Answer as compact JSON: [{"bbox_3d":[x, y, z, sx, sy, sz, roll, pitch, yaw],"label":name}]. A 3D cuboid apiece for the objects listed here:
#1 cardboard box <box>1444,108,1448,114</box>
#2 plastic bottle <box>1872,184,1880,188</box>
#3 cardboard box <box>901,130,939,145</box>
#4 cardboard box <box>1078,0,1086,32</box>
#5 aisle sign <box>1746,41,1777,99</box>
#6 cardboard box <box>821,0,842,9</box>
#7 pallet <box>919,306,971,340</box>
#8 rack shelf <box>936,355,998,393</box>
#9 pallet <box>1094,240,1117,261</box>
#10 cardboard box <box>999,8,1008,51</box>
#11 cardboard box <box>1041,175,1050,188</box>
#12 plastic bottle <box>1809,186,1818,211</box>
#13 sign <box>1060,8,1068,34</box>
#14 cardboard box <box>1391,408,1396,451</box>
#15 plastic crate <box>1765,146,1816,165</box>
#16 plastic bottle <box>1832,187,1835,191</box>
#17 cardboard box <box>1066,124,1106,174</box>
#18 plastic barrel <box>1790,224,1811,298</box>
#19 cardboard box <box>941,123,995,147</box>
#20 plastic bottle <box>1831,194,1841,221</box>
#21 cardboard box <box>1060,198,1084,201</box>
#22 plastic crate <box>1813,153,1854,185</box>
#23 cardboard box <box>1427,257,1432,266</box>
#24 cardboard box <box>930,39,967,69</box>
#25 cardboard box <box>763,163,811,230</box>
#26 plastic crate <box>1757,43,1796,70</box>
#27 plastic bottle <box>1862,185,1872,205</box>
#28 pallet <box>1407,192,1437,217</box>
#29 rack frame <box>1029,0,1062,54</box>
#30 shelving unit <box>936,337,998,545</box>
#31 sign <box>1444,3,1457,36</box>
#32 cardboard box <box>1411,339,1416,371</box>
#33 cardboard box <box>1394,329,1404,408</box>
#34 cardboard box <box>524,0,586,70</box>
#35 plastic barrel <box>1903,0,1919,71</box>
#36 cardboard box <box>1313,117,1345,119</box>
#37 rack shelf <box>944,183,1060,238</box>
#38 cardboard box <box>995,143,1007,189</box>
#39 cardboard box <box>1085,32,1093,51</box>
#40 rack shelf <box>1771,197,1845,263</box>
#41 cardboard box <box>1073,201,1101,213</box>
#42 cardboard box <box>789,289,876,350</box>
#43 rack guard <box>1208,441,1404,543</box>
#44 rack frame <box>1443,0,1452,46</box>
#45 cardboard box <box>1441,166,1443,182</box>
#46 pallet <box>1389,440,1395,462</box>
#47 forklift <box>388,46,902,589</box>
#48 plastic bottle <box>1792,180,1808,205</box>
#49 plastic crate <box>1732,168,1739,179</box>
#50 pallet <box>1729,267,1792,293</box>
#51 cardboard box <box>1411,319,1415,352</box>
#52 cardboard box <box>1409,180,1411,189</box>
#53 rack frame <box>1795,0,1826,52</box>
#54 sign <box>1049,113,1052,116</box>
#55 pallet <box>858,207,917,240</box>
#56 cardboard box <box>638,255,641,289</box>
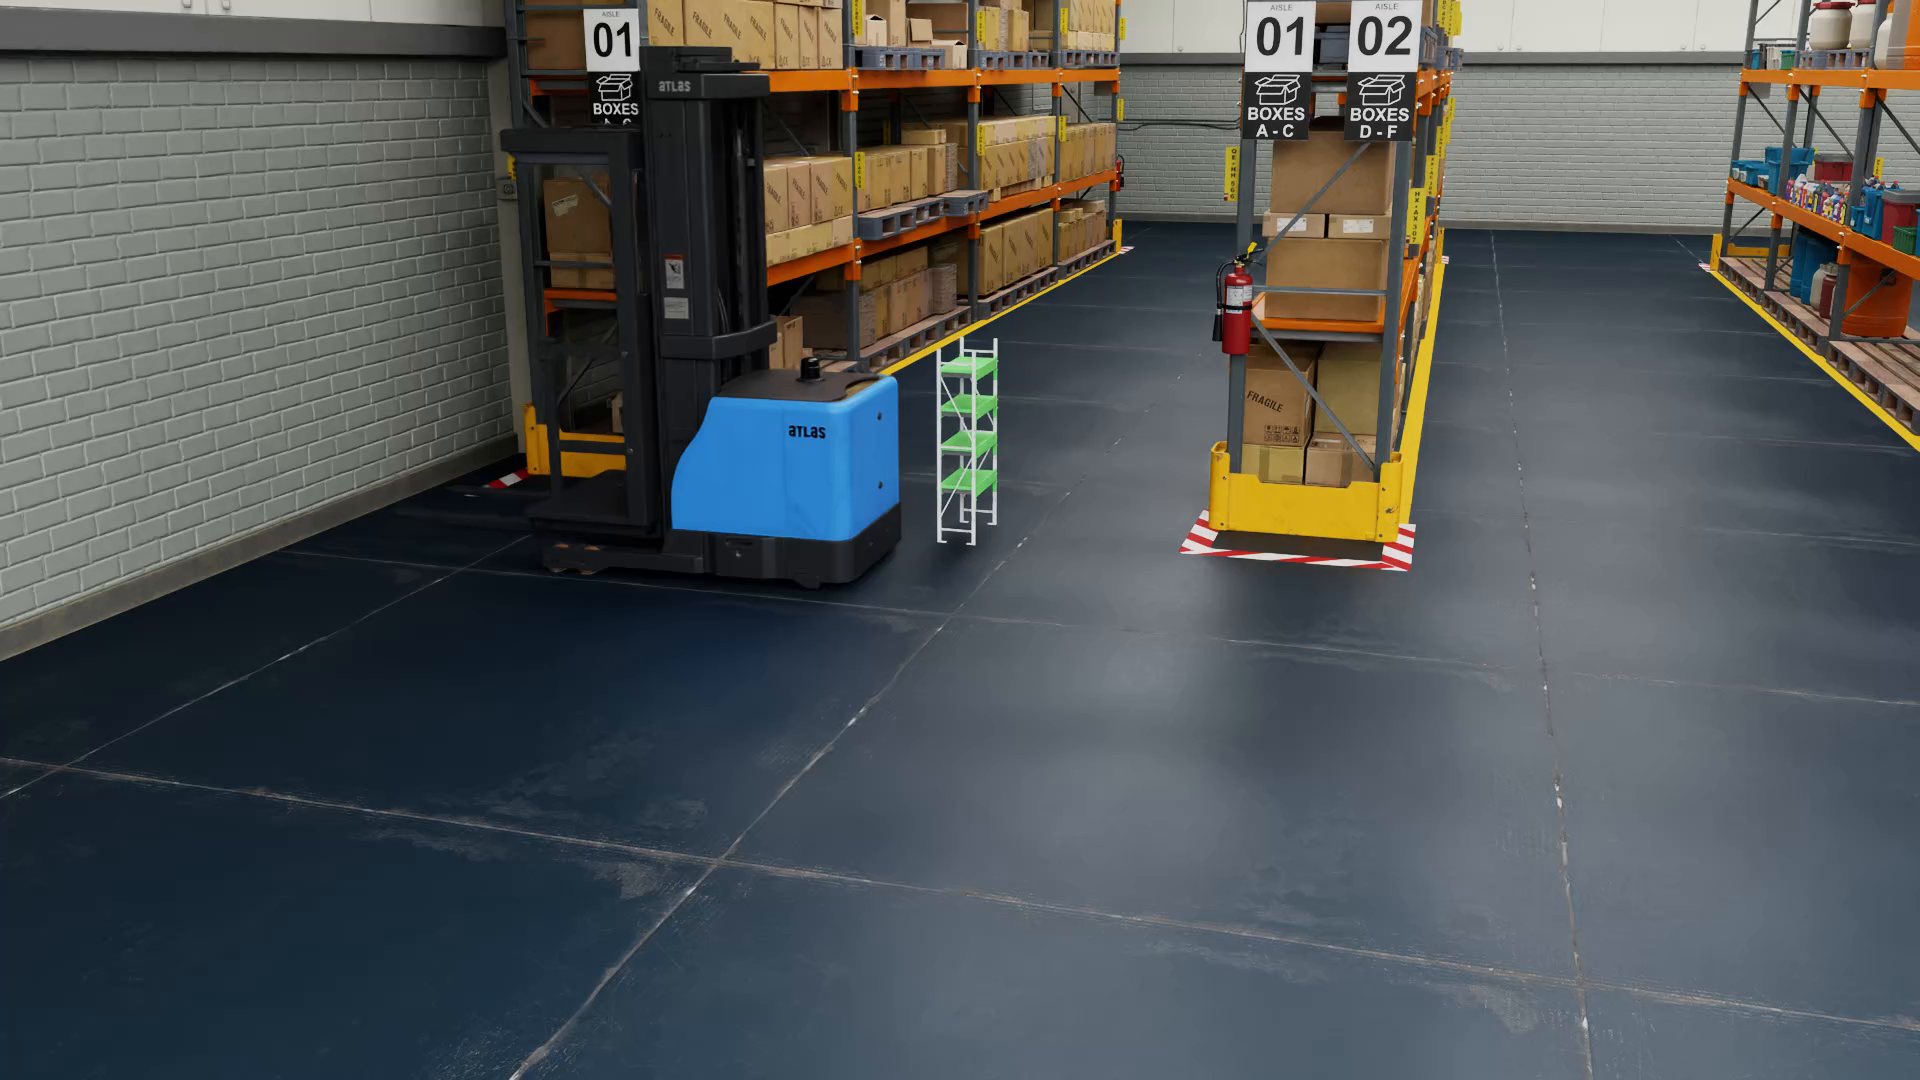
[{"bbox_3d":[6.293,-5.559,22.416,0.500,0.500,0.500,4,16,14],"label":"cardboard box"},{"bbox_3d":[10.295,-3.858,18.663,0.152,0.276,0.135,5,16,16],"label":"plastic bottle"},{"bbox_3d":[-0.437,-4.390,18.130,0.380,0.149,0.250,2,16,7],"label":"cardboard box"},{"bbox_3d":[1.458,-7.324,23.103,0.500,0.500,0.500,4,16,15],"label":"cardboard box"},{"bbox_3d":[11.217,-6.613,23.383,0.394,0.787,0.004,5,16,16],"label":"aisle sign"},{"bbox_3d":[-1.310,-4.779,14.131,0.500,0.500,0.500,3,16,11],"label":"cardboard box"},{"bbox_3d":[-0.514,-2.450,18.579,1.003,0.211,1.213,5,16,16],"label":"pallet"},{"bbox_3d":[0.047,-1.021,10.205,0.258,0.148,0.480,5,16,16],"label":"rack shelf"},{"bbox_3d":[1.831,-4.532,25.920,1.003,0.211,1.213,5,16,16],"label":"pallet"},{"bbox_3d":[0.191,-6.246,20.368,0.700,0.500,0.500,5,16,16],"label":"cardboard box"},{"bbox_3d":[0.972,-4.753,22.012,0.380,0.149,0.250,5,17,17],"label":"cardboard box"},{"bbox_3d":[9.432,-3.764,18.338,0.097,0.271,0.097,0,16,0],"label":"plastic bottle"},{"bbox_3d":[1.369,-6.846,21.947,0.100,0.325,0.005,5,16,16],"label":"sign"},{"bbox_3d":[2.833,-0.784,11.864,0.500,0.250,0.500,5,16,16],"label":"cardboard box"},{"bbox_3d":[11.565,-5.264,23.217,0.616,0.435,0.499,5,16,16],"label":"plastic crate"},{"bbox_3d":[9.542,-3.727,18.208,0.097,0.271,0.097,0,16,0],"label":"plastic bottle"},{"bbox_3d":[1.651,-5.907,25.110,0.980,0.700,0.700,4,16,15],"label":"cardboard box"},{"bbox_3d":[10.174,-3.325,19.632,0.600,0.901,0.708,5,16,16],"label":"plastic barrel"},{"bbox_3d":[0.094,-4.664,19.135,0.500,0.250,0.500,5,17,17],"label":"cardboard box"},{"bbox_3d":[9.085,-3.444,17.212,0.097,0.271,0.097,0,16,0],"label":"plastic bottle"},{"bbox_3d":[1.723,-5.257,25.991,0.380,0.149,0.250,5,17,16],"label":"cardboard box"},{"bbox_3d":[10.839,-4.548,20.638,0.402,0.464,0.583,5,16,16],"label":"plastic crate"},{"bbox_3d":[5.154,-2.987,19.137,0.500,0.500,0.500,4,16,15],"label":"cardboard box"},{"bbox_3d":[-0.236,-5.196,17.781,0.500,0.311,0.500,5,16,16],"label":"cardboard box"},{"bbox_3d":[-1.555,-2.838,13.701,0.500,0.500,0.500,4,16,14],"label":"cardboard box"},{"bbox_3d":[10.784,-6.355,21.855,0.504,0.338,0.767,5,16,16],"label":"plastic crate"},{"bbox_3d":[10.132,-3.826,18.557,0.097,0.271,0.097,0,16,0],"label":"plastic bottle"},{"bbox_3d":[4.585,-3.703,18.239,1.213,0.211,1.003,5,16,16],"label":"pallet"},{"bbox_3d":[0.846,-7.928,21.790,1.000,3.000,0.127,5,16,16],"label":"rack frame"},{"bbox_3d":[0.047,-0.621,10.318,0.258,1.200,0.503,5,16,16],"label":"shelving unit"},{"bbox_3d":[4.990,-5.297,16.918,0.100,0.325,0.005,5,16,16],"label":"sign"},{"bbox_3d":[3.822,-1.665,14.972,0.500,0.250,0.500,5,17,17],"label":"cardboard box"},{"bbox_3d":[2.981,-1.275,12.222,0.500,0.500,0.500,5,16,16],"label":"cardboard box"},{"bbox_3d":[-2.688,-3.532,11.569,0.500,0.500,0.500,6,17,20],"label":"cardboard box"},{"bbox_3d":[8.581,-4.508,14.441,0.600,0.830,0.708,5,16,16],"label":"plastic barrel"},{"bbox_3d":[3.061,-2.989,12.811,0.700,0.500,0.500,5,16,16],"label":"cardboard box"},{"bbox_3d":[0.278,-4.173,20.862,1.077,0.370,4.000,5,16,16],"label":"rack shelf"},{"bbox_3d":[0.250,-4.440,19.721,0.500,0.500,0.500,5,17,18],"label":"cardboard box"},{"bbox_3d":[1.592,-7.090,23.656,0.500,0.250,0.500,4,16,14],"label":"cardboard box"},{"bbox_3d":[9.776,-3.404,18.154,1.077,0.370,4.000,5,16,16],"label":"rack shelf"},{"bbox_3d":[1.946,-5.095,25.416,0.380,0.149,0.250,5,17,17],"label":"cardboard box"},{"bbox_3d":[-1.234,-2.152,16.194,0.700,0.500,0.500,5,17,18],"label":"cardboard box"},{"bbox_3d":[2.180,-0.311,10.508,1.175,0.500,0.348,5,16,16],"label":"rack guard"},{"bbox_3d":[5.597,-7.545,20.439,1.000,3.000,0.127,5,16,16],"label":"rack frame"},{"bbox_3d":[6.433,-5.217,23.043,0.500,0.500,0.500,4,16,15],"label":"cardboard box"},{"bbox_3d":[2.712,-0.699,12.408,1.003,0.211,1.213,5,16,16],"label":"pallet"},{"bbox_3d":[-1.929,-1.341,9.686,3.031,2.935,1.130,4,16,15],"label":"forklift"},{"bbox_3d":[9.744,-4.027,19.257,0.152,0.276,0.135,5,16,16],"label":"plastic bottle"},{"bbox_3d":[10.925,-5.106,23.207,0.250,0.136,0.298,5,16,16],"label":"plastic crate"},{"bbox_3d":[10.861,-3.448,22.098,1.003,0.211,1.213,5,16,16],"label":"pallet"},{"bbox_3d":[3.679,-1.804,14.433,0.500,0.311,0.500,5,16,16],"label":"cardboard box"},{"bbox_3d":[3.451,-2.838,13.467,0.380,0.149,0.250,5,16,16],"label":"cardboard box"},{"bbox_3d":[10.345,-7.160,19.082,1.000,3.000,0.127,5,16,16],"label":"rack frame"},{"bbox_3d":[1.452,-6.588,26.327,0.100,0.325,0.005,5,16,16],"label":"sign"},{"bbox_3d":[-1.071,-3.045,15.921,1.003,0.211,1.213,5,16,16],"label":"pallet"},{"bbox_3d":[-2.121,-1.943,11.921,0.500,0.250,0.500,4,16,14],"label":"cardboard box"}]
